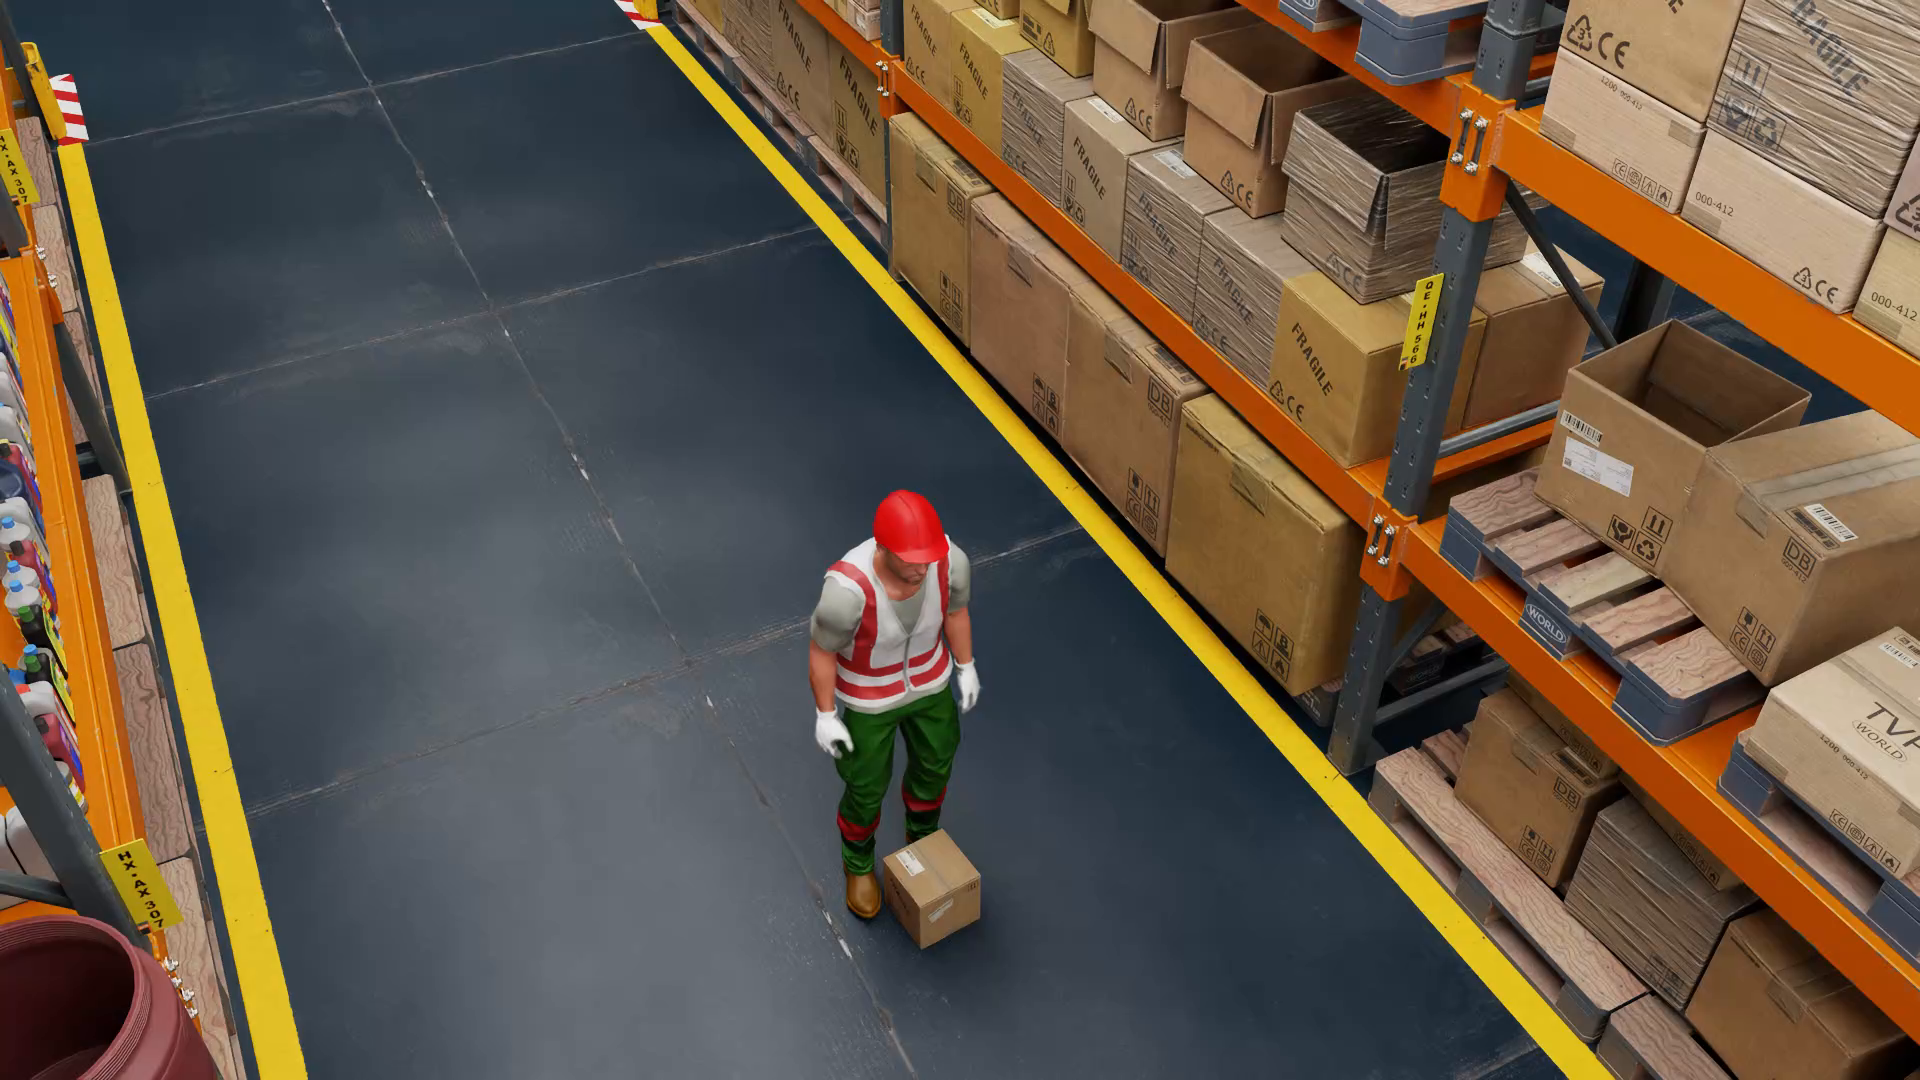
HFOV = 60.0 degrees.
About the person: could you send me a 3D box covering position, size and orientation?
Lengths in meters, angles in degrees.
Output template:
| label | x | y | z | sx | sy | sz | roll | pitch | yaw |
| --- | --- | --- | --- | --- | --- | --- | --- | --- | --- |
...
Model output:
| label | x | y | z | sx | sy | sz | roll | pitch | yaw |
| --- | --- | --- | --- | --- | --- | --- | --- | --- | --- |
| person | -0.207 | 0.523 | 5.544 | 0.604 | 1.778 | 0.453 | -19 | 44 | -21 |
